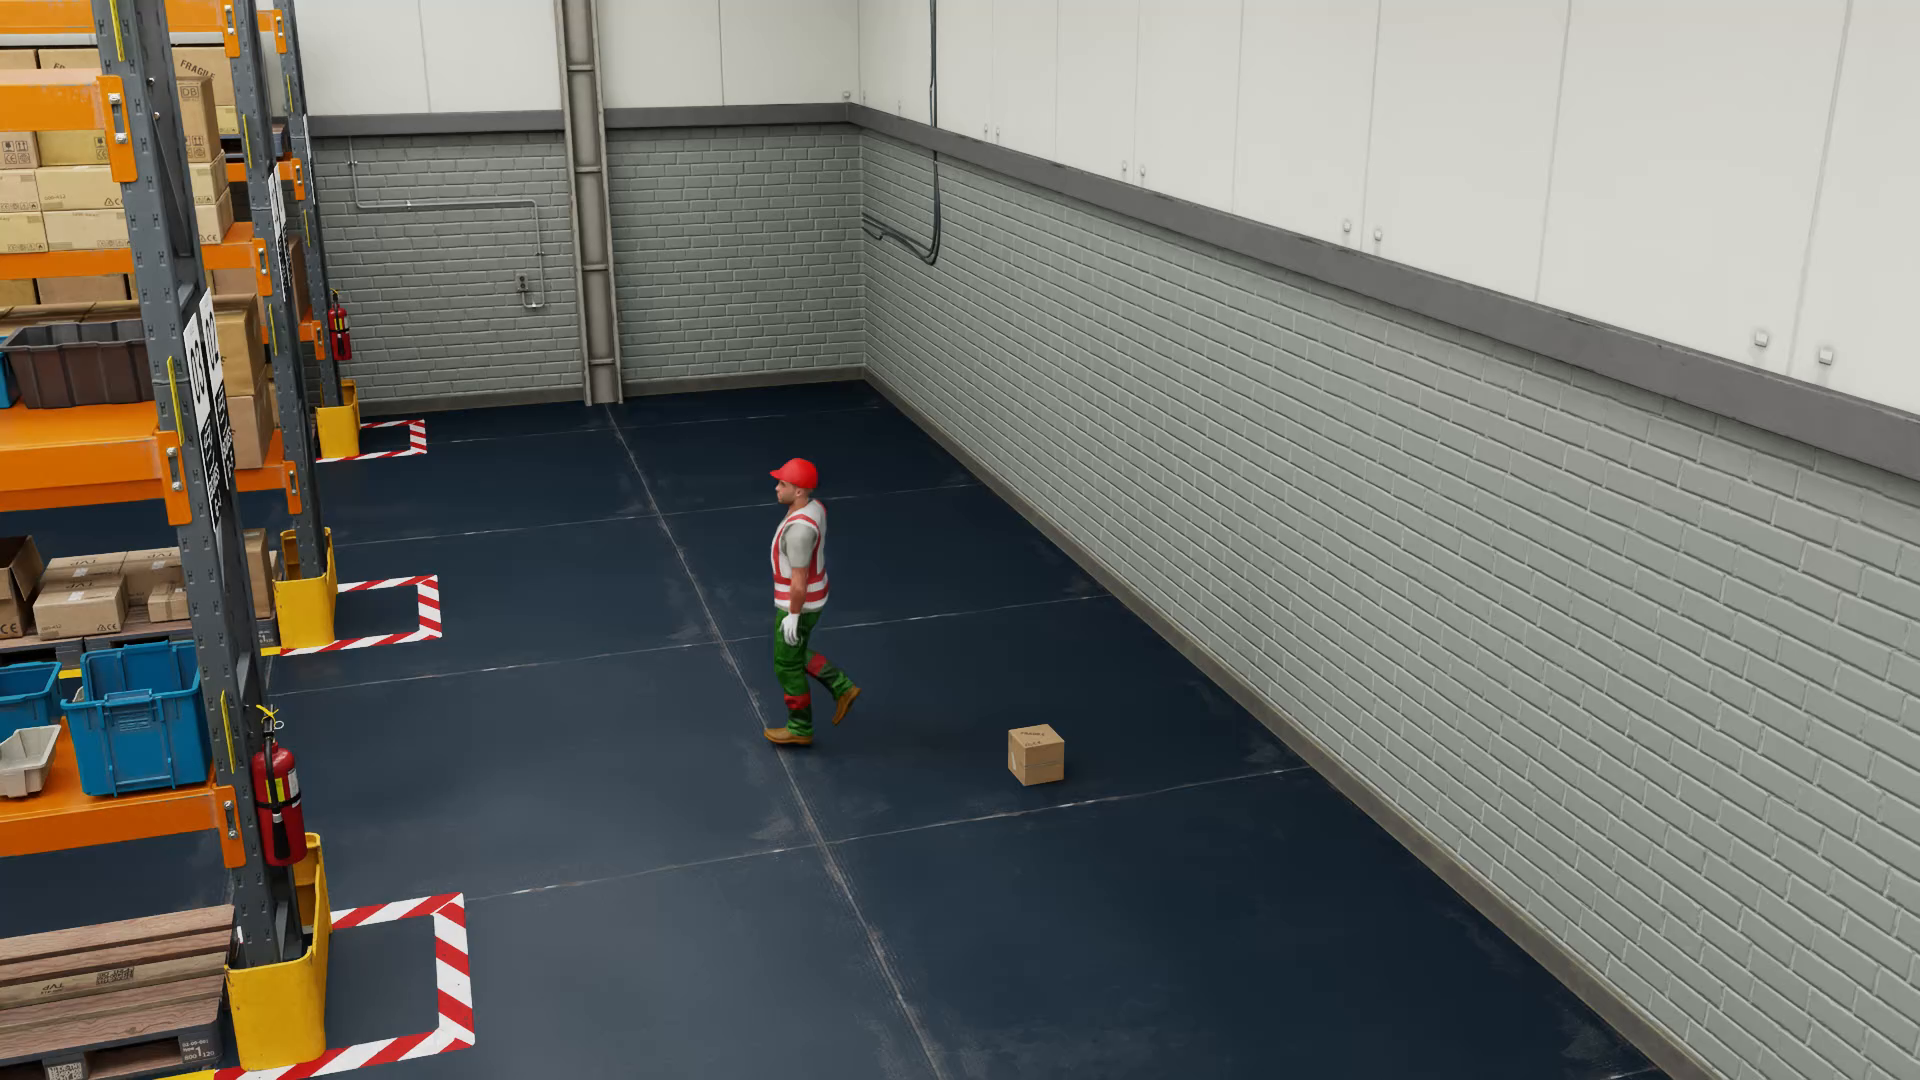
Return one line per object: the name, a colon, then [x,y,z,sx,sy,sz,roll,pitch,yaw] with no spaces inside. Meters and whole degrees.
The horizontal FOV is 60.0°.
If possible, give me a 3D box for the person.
person: [-0.921,0.369,9.883,0.538,1.782,0.574,2,19,4]
